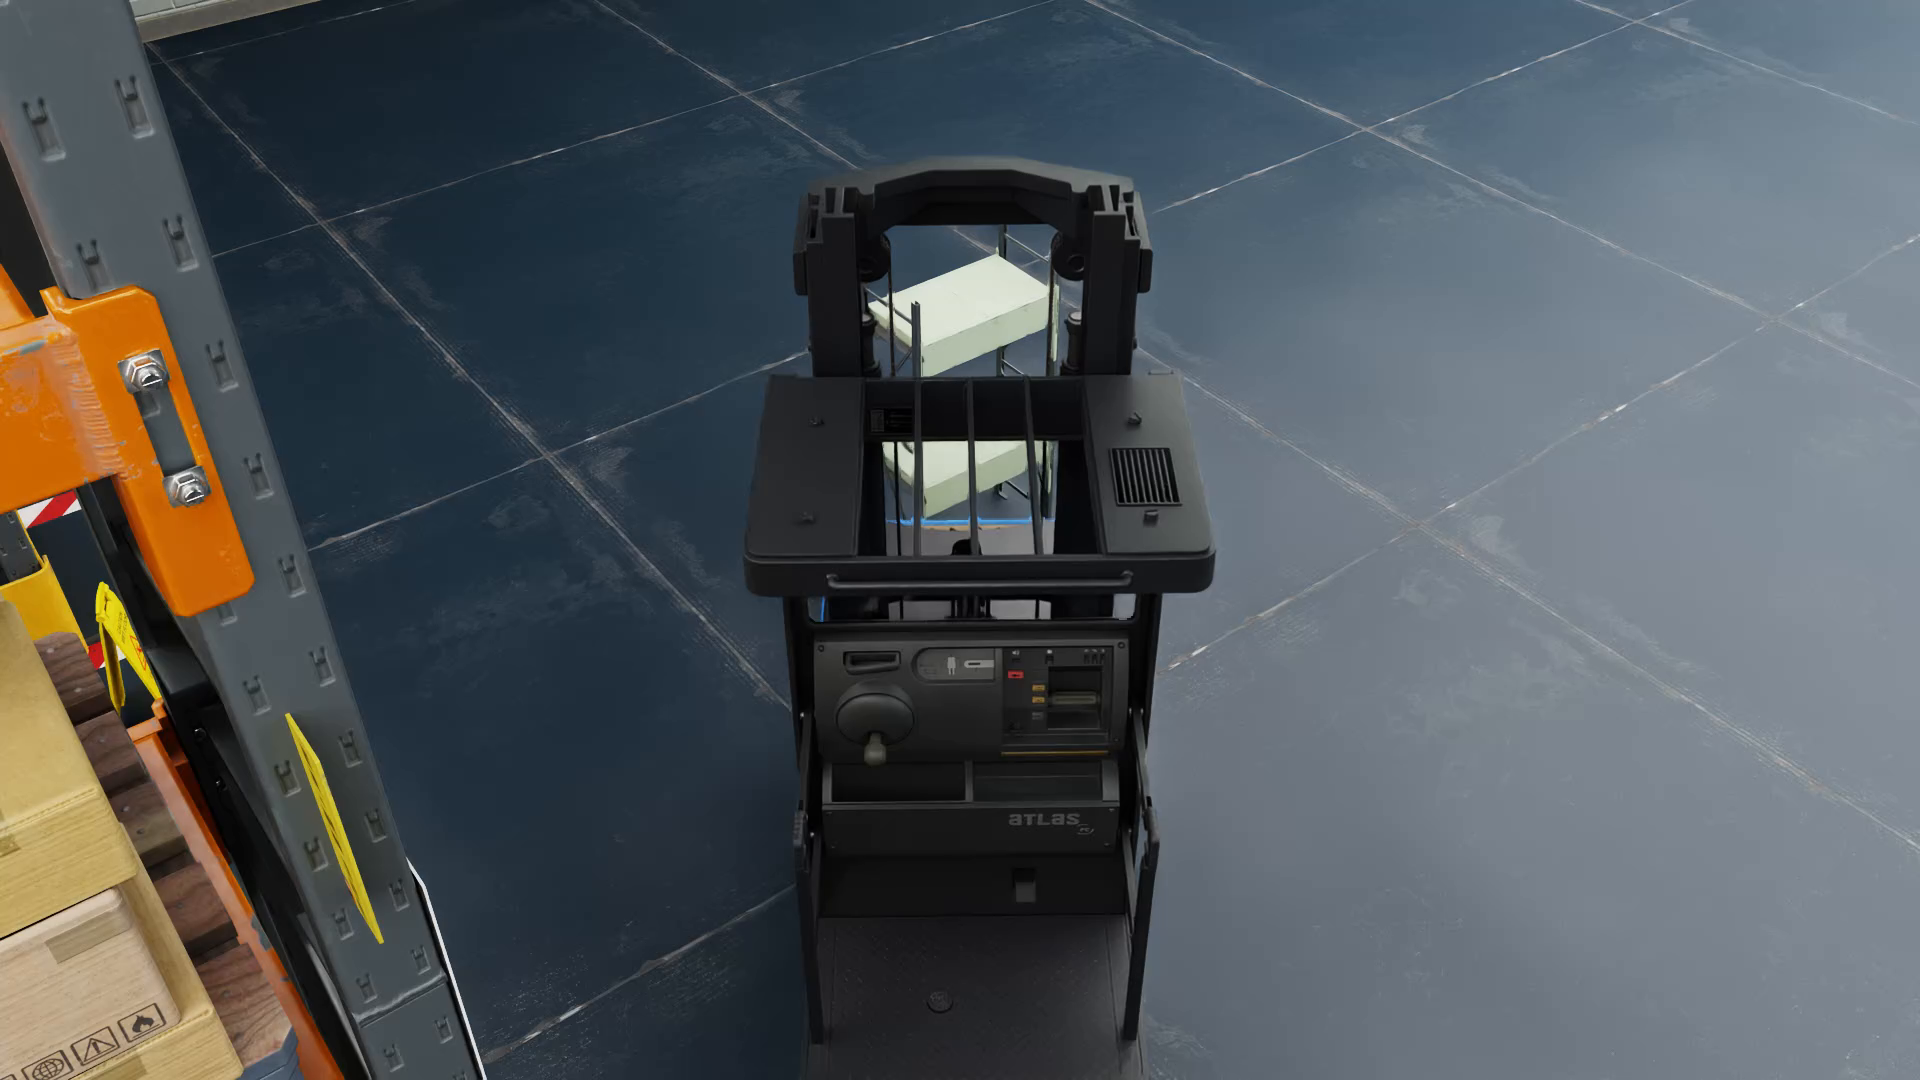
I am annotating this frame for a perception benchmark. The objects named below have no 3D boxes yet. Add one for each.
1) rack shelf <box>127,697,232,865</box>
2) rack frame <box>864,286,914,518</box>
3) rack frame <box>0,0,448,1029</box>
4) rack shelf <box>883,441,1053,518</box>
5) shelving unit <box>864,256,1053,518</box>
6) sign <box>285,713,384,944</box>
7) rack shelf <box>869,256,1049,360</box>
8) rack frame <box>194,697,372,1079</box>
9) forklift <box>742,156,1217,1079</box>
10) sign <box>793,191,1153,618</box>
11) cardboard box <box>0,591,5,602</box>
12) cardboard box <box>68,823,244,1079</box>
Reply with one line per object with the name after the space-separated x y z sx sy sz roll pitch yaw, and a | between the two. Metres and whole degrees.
-2.643 1.429 1.845 4.000 0.370 1.077 -26 46 -28 | rack shelf
-0.286 -0.442 7.106 0.010 1.308 0.380 -26 46 -28 | rack frame
-1.057 -0.782 1.608 0.127 3.000 1.000 -26 46 -28 | rack frame
0.005 -0.330 7.484 0.720 0.370 0.431 -26 46 -28 | rack shelf
0.001 -0.580 7.275 0.731 1.308 0.431 -26 46 -28 | shelving unit
-0.738 0.345 1.964 0.005 0.325 0.100 -26 46 -28 | sign
0.005 -0.960 6.968 0.686 0.124 0.368 -26 46 -28 | rack shelf
-1.055 1.540 3.508 0.053 2.616 0.949 -26 46 -28 | rack frame
0.035 0.546 4.774 1.121 2.935 3.031 -1 39 -1 | forklift
0.031 0.219 5.255 2.025 2.768 2.177 -26 46 -28 | sign
-1.525 0.246 2.509 0.250 0.149 0.380 -26 46 -28 | cardboard box
-1.114 0.573 2.109 0.250 0.149 0.380 -26 46 -28 | cardboard box
